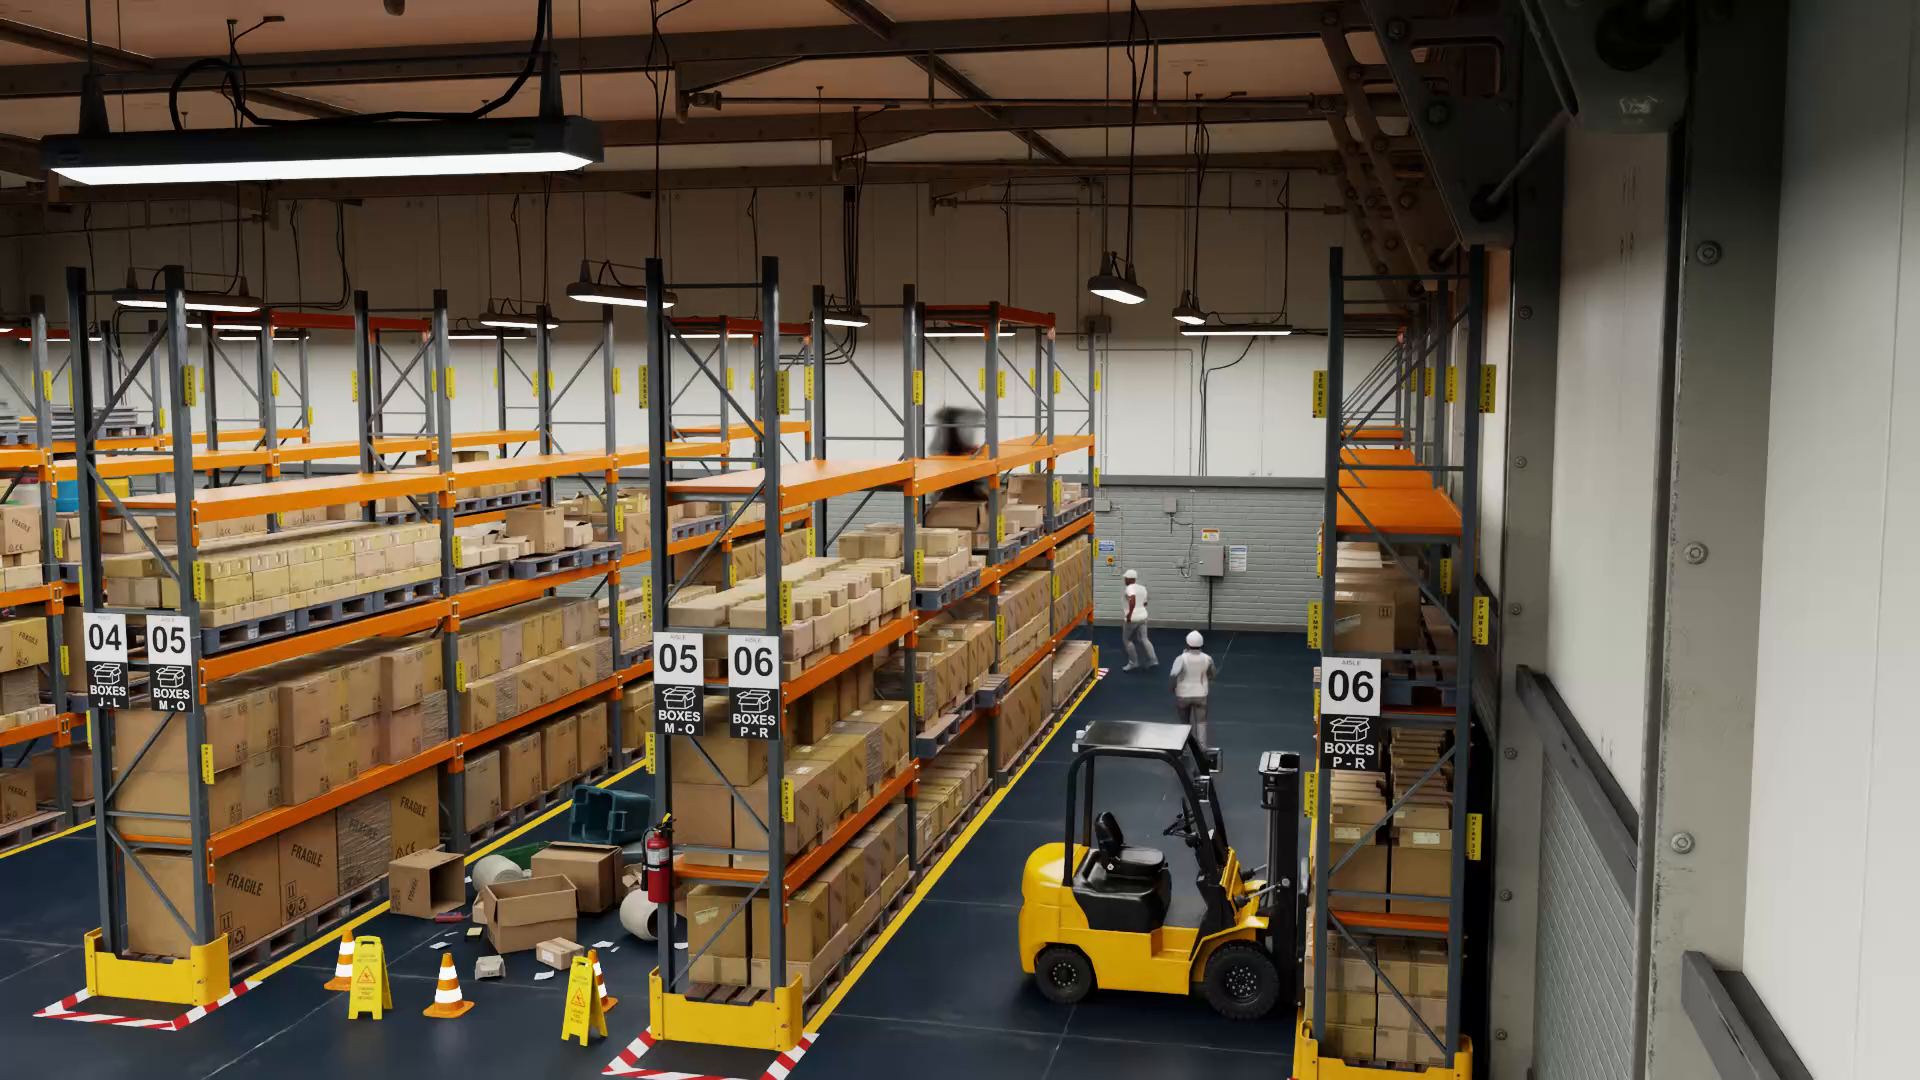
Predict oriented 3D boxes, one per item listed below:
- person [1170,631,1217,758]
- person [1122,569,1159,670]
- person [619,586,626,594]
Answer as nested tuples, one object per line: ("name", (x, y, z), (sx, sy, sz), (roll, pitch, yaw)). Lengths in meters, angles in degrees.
("person", (3.084, 2.064, 22.030), (0.657, 1.747, 0.905), (0, 6, 0))
("person", (3.101, 1.411, 28.653), (0.686, 1.773, 0.800), (-5, 7, -39))
("person", (-5.449, 1.598, 26.862), (0.690, 1.724, 0.678), (2, 6, 16))
